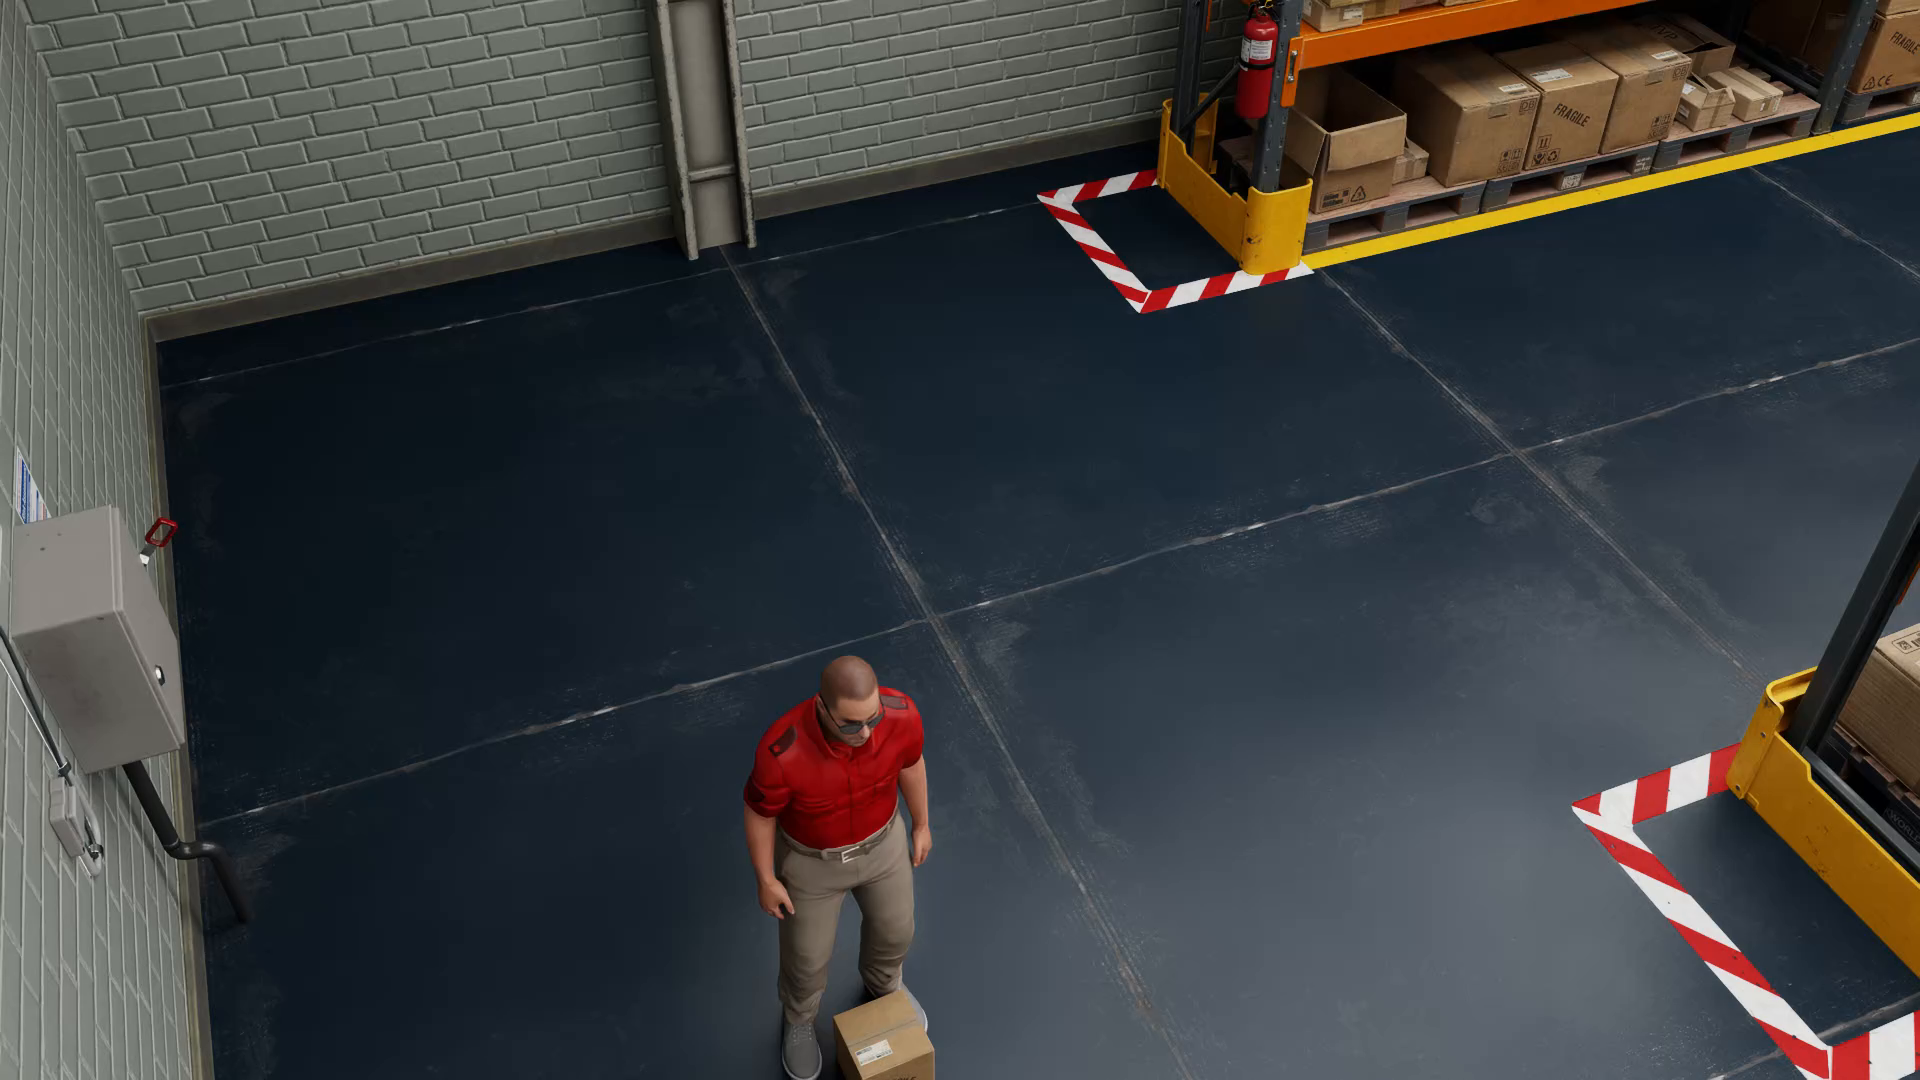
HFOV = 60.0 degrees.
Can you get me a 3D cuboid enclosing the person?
[{"bbox_3d":[-0.353,0.963,5.081,0.594,1.725,0.402,-17,44,-19],"label":"person"}]
